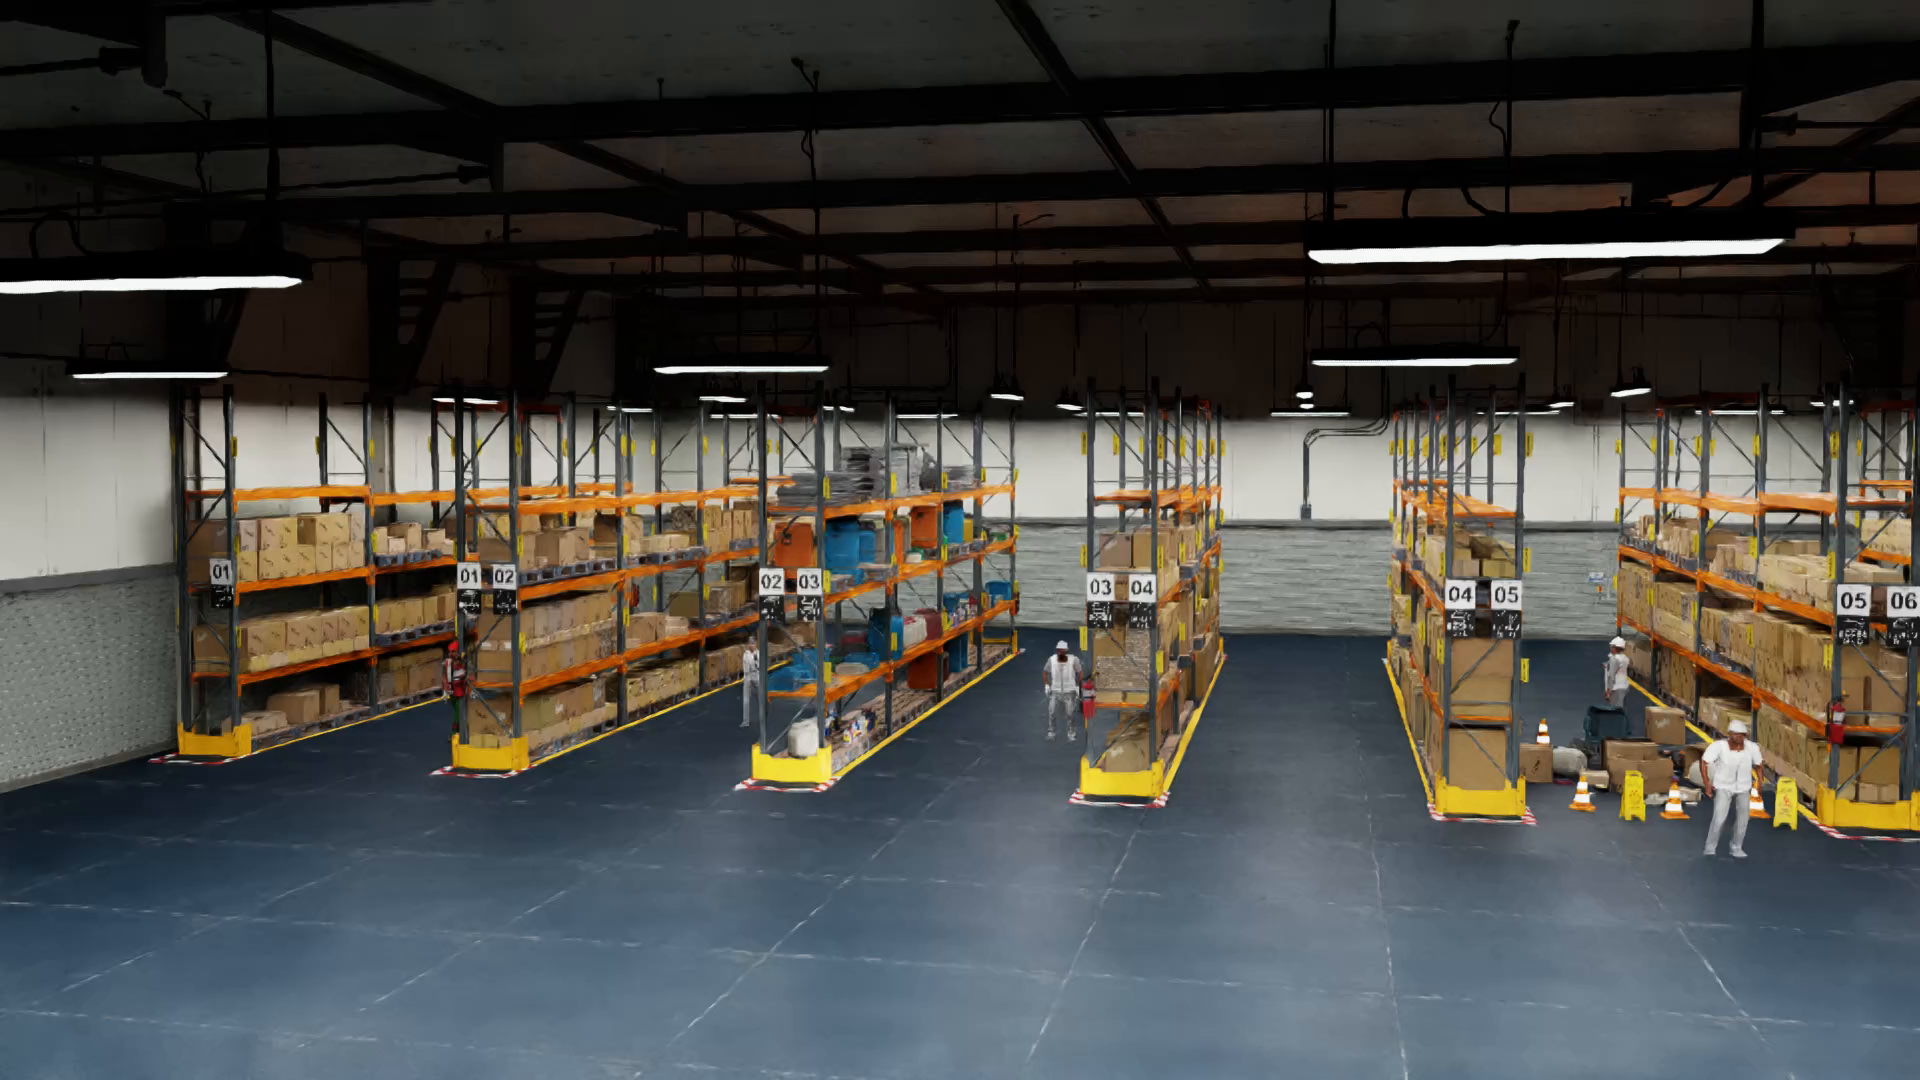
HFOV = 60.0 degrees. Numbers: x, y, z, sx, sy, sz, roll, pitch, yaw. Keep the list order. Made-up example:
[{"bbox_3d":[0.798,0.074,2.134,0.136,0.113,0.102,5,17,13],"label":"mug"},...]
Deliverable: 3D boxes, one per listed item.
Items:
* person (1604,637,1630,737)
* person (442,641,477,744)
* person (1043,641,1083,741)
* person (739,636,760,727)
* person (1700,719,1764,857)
[{"bbox_3d":[11.110,2.528,28.192,0.555,1.772,0.615,3,4,40],"label":"person"},{"bbox_3d":[-8.538,2.555,28.178,0.543,1.709,1.123,1,3,14],"label":"person"},{"bbox_3d":[1.743,2.562,28.252,0.702,1.734,0.549,1,3,12],"label":"person"},{"bbox_3d":[-3.687,2.510,29.863,0.502,1.624,0.989,1,3,11],"label":"person"},{"bbox_3d":[9.389,3.020,20.226,0.719,1.714,0.578,1,3,10],"label":"person"}]
